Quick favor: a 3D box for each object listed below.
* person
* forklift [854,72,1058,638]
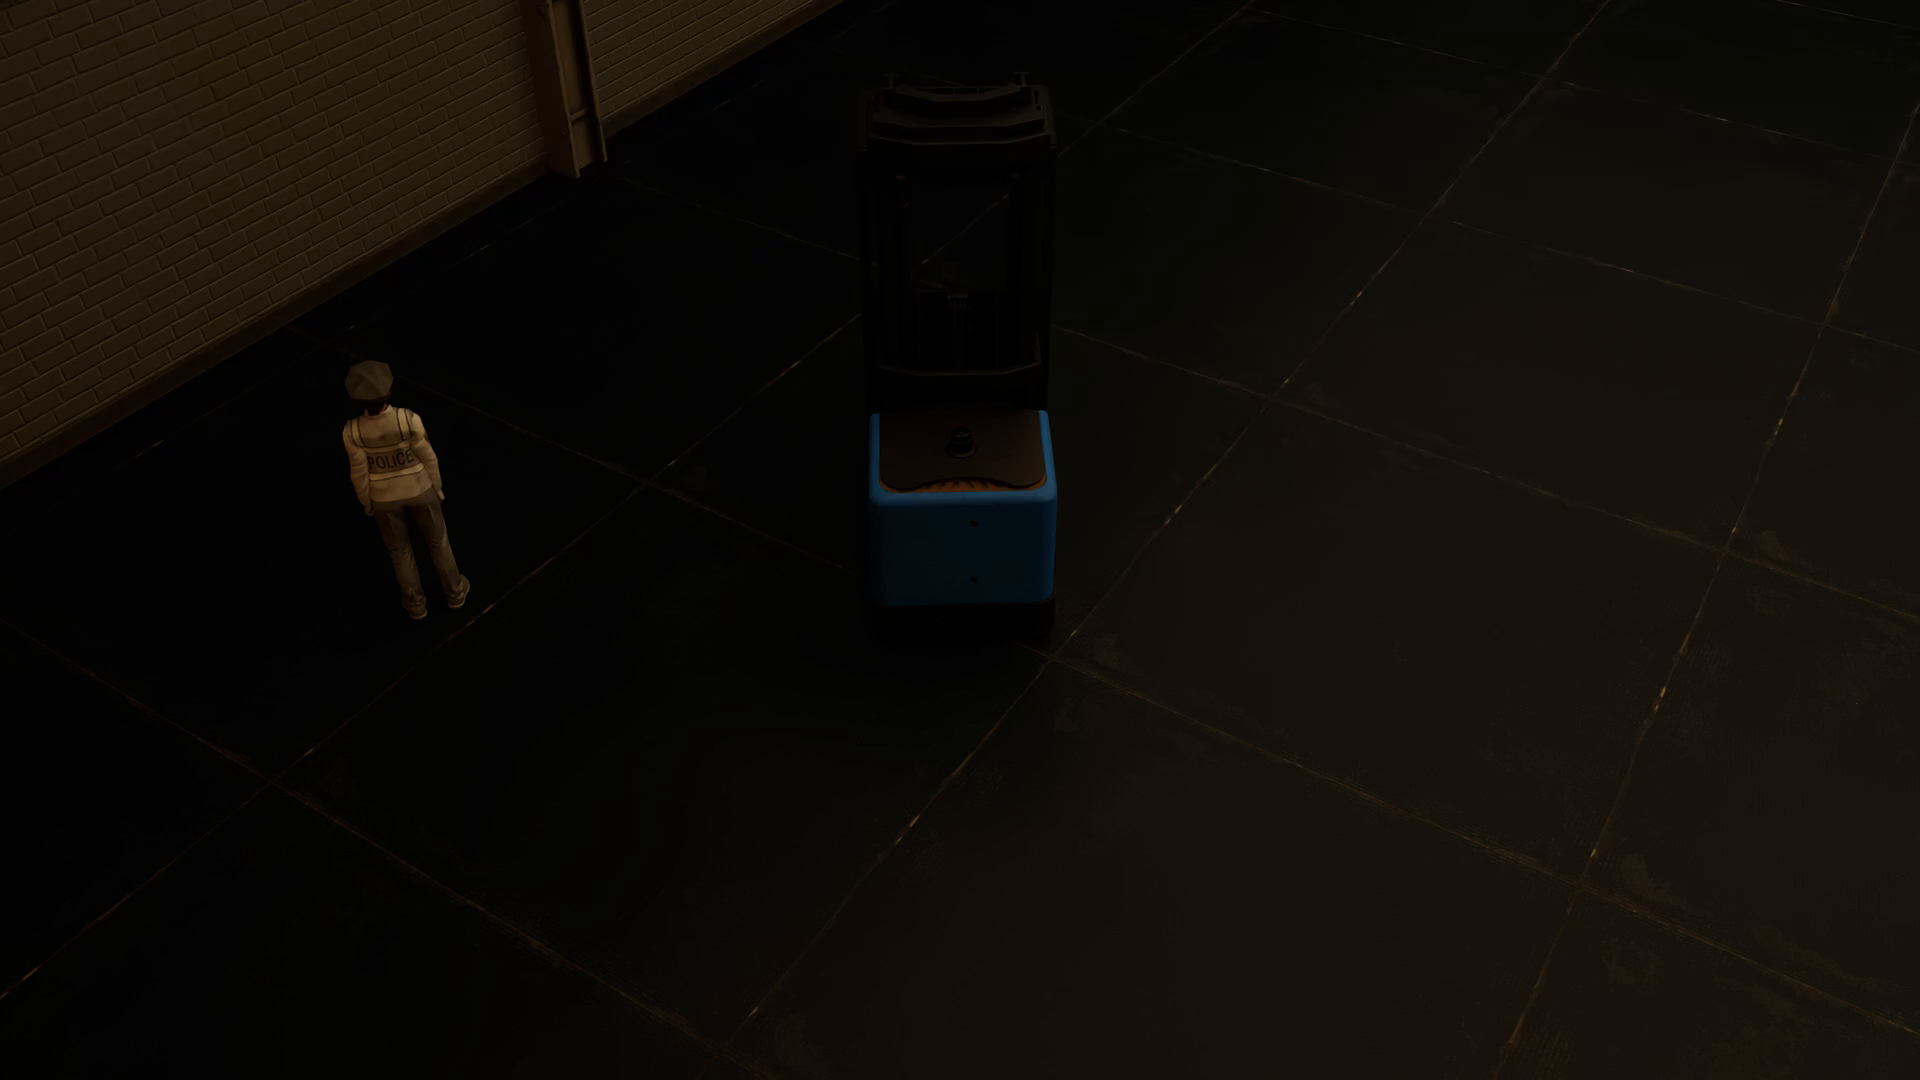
[{"bbox_3d":[-3.106,-0.266,9.244,0.461,1.693,0.342,-13,42,-15],"label":"person"},{"bbox_3d":[-0.030,-1.492,9.727,1.130,2.935,3.031,-1,40,-1],"label":"forklift"}]
